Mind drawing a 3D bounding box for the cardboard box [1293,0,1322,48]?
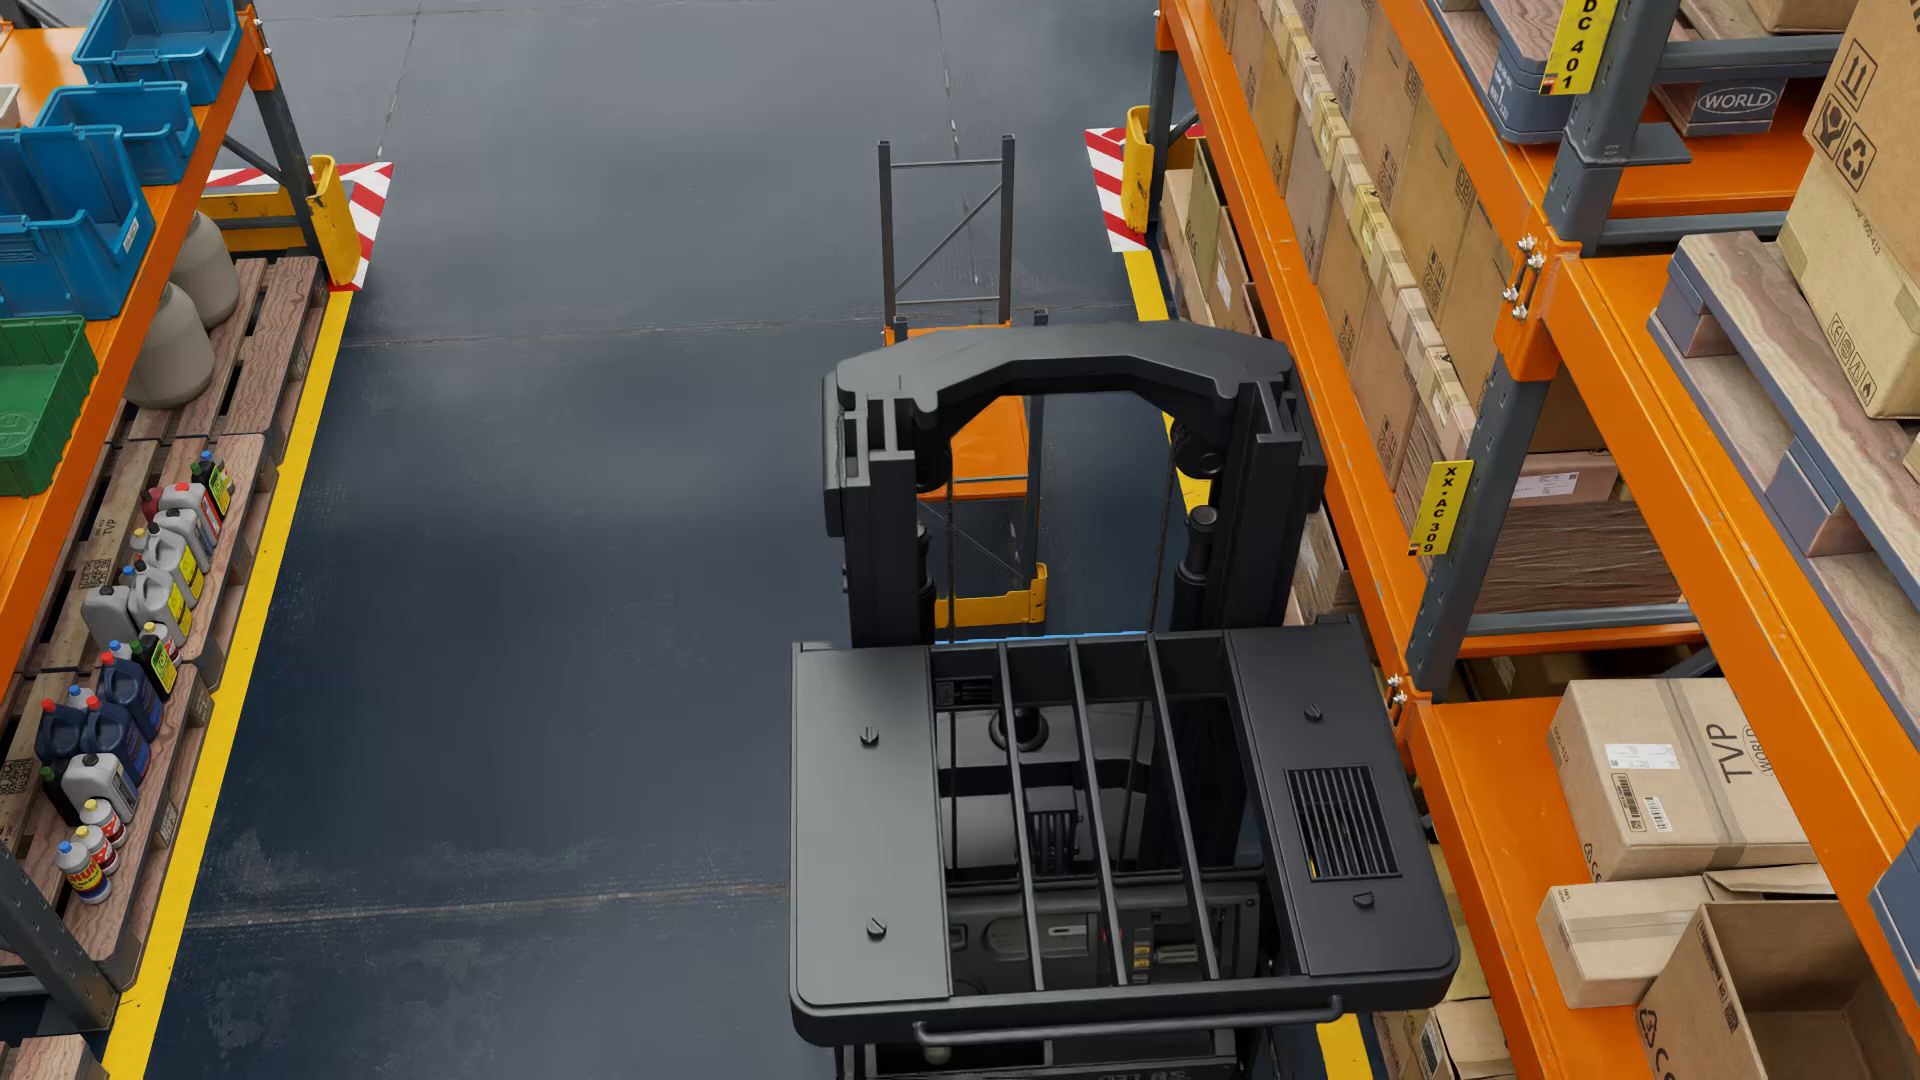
[{"bbox_3d":[1.525,-2.038,5.652,0.700,0.500,0.500,-3,47,-3],"label":"cardboard box"}]

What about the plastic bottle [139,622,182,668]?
[{"bbox_3d":[-2.870,0.372,5.956,0.097,0.201,0.097,0,47,0],"label":"plastic bottle"}]

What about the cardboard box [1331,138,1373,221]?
[{"bbox_3d":[1.396,-1.145,5.253,0.380,0.149,0.250,-2,47,-2],"label":"cardboard box"}]

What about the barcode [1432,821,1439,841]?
[{"bbox_3d":[1.343,0.803,4.681,0.001,0.075,0.075,-3,47,-3],"label":"barcode"}]

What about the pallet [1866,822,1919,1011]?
[{"bbox_3d":[1.829,0.848,1.945,1.003,0.211,1.213,-2,47,-1],"label":"pallet"}]

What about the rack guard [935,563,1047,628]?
[{"bbox_3d":[0.035,0.219,6.370,0.587,0.250,0.087,-3,47,-3],"label":"rack guard"}]

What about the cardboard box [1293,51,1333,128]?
[{"bbox_3d":[1.348,-1.528,5.615,0.380,0.149,0.250,-3,47,-3],"label":"cardboard box"}]

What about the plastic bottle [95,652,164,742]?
[{"bbox_3d":[-2.869,0.527,5.707,0.144,0.351,0.185,-5,47,-5],"label":"plastic bottle"}]

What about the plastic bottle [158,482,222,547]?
[{"bbox_3d":[-2.950,-0.110,6.361,0.152,0.276,0.135,-3,47,-3],"label":"plastic bottle"}]

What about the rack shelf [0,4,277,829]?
[{"bbox_3d":[-3.367,-0.687,5.830,1.077,0.370,4.000,-3,47,-3],"label":"rack shelf"}]

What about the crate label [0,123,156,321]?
[{"bbox_3d":[-3.111,-1.078,5.681,0.502,0.435,0.616,-3,47,-3],"label":"crate label"}]

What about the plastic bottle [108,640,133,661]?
[{"bbox_3d":[-2.919,0.450,5.834,0.097,0.271,0.097,0,47,0],"label":"plastic bottle"}]

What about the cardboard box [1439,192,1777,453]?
[{"bbox_3d":[1.694,-0.587,4.277,0.700,0.500,0.500,-3,47,-3],"label":"cardboard box"}]

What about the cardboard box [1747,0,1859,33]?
[{"bbox_3d":[1.958,-1.424,3.512,0.500,0.500,0.500,0,47,0],"label":"cardboard box"}]

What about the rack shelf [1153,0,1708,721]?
[{"bbox_3d":[1.570,-0.985,6.112,1.077,0.370,4.000,-3,47,-3],"label":"rack shelf"}]

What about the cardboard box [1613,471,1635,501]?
[{"bbox_3d":[1.907,-0.249,4.404,0.380,0.149,0.250,-4,47,-3],"label":"cardboard box"}]

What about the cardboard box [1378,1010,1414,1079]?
[{"bbox_3d":[1.524,1.323,5.036,0.500,0.250,0.500,-5,47,-4],"label":"cardboard box"}]

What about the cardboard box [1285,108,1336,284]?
[{"bbox_3d":[1.561,-1.255,5.804,0.700,0.500,0.500,-2,47,-2],"label":"cardboard box"}]

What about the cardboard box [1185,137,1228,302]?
[{"bbox_3d":[1.269,-1.373,7.073,0.500,0.500,0.500,-3,47,-3],"label":"cardboard box"}]

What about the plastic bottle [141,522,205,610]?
[{"bbox_3d":[-2.920,0.085,6.125,0.144,0.351,0.185,-2,47,-2],"label":"plastic bottle"}]

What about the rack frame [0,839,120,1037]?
[{"bbox_3d":[-3.199,0.513,4.198,1.000,3.000,0.127,-3,47,-3],"label":"rack frame"}]

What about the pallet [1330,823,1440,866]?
[{"bbox_3d":[1.712,0.595,6.041,1.003,0.211,1.213,-3,47,-3],"label":"pallet"}]

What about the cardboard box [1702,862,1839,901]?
[{"bbox_3d":[1.994,0.886,3.938,0.396,0.266,0.258,-5,47,-4],"label":"cardboard box"}]

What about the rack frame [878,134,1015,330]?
[{"bbox_3d":[-0.050,-0.945,6.612,0.500,1.500,0.032,-3,47,-3],"label":"rack frame"}]

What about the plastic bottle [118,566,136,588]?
[{"bbox_3d":[-3.037,0.175,6.143,0.097,0.201,0.097,0,47,0],"label":"plastic bottle"}]

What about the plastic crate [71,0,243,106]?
[{"bbox_3d":[-3.194,-1.986,6.667,0.499,0.251,0.616,-3,47,-3],"label":"plastic crate"}]

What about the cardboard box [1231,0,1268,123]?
[{"bbox_3d":[1.477,-1.996,6.505,0.700,0.500,0.500,-2,47,-2],"label":"cardboard box"}]

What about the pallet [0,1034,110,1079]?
[{"bbox_3d":[-3.095,2.038,4.675,1.003,0.211,1.213,-3,47,-3],"label":"pallet"}]

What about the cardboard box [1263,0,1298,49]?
[{"bbox_3d":[1.308,-1.893,5.961,0.380,0.149,0.250,-5,47,-5],"label":"cardboard box"}]

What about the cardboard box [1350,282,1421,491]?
[{"bbox_3d":[1.643,-0.522,5.109,0.700,0.500,0.500,-4,47,-4],"label":"cardboard box"}]

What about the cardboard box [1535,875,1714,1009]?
[{"bbox_3d":[1.607,0.954,3.953,0.380,0.149,0.250,-3,47,-3],"label":"cardboard box"}]

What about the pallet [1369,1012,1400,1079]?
[{"bbox_3d":[1.838,1.704,4.991,1.003,0.211,1.213,-3,47,-3],"label":"pallet"}]

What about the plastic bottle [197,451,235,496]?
[{"bbox_3d":[-2.944,-0.268,6.562,0.097,0.201,0.097,0,47,0],"label":"plastic bottle"}]

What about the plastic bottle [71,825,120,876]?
[{"bbox_3d":[-2.798,0.993,5.368,0.097,0.201,0.097,0,47,0],"label":"plastic bottle"}]

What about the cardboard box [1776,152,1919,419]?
[{"bbox_3d":[1.779,-0.463,2.871,0.500,0.250,0.500,1,47,1],"label":"cardboard box"}]

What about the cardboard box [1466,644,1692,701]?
[{"bbox_3d":[2.010,0.403,5.390,0.500,0.500,0.500,-3,47,-3],"label":"cardboard box"}]

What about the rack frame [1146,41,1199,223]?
[{"bbox_3d":[1.402,-2.679,7.222,1.000,3.000,0.127,-3,47,-3],"label":"rack frame"}]

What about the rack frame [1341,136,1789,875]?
[{"bbox_3d":[1.737,0.215,4.481,1.000,3.000,0.127,-3,47,-3],"label":"rack frame"}]

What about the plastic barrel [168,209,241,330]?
[{"bbox_3d":[-3.403,-1.199,7.243,0.421,0.512,0.421,0,47,0],"label":"plastic barrel"}]

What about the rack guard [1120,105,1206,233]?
[{"bbox_3d":[1.400,-1.837,8.146,1.175,0.500,0.348,-3,47,-3],"label":"rack guard"}]

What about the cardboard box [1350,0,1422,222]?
[{"bbox_3d":[1.609,-1.314,4.967,0.700,0.500,0.500,-4,47,-3],"label":"cardboard box"}]

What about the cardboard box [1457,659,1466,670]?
[{"bbox_3d":[1.963,0.300,6.005,0.500,0.250,0.500,-3,47,-3],"label":"cardboard box"}]

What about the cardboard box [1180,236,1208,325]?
[{"bbox_3d":[1.271,-1.115,7.345,0.500,0.250,0.500,-3,47,-3],"label":"cardboard box"}]

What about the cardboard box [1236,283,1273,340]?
[{"bbox_3d":[1.348,-0.649,6.387,0.500,0.500,0.500,-3,47,-3],"label":"cardboard box"}]

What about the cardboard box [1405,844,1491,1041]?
[{"bbox_3d":[1.523,1.137,4.826,0.500,0.311,0.500,-3,47,-3],"label":"cardboard box"}]

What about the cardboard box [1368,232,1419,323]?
[{"bbox_3d":[1.435,-0.785,4.912,0.380,0.149,0.250,-4,47,-3],"label":"cardboard box"}]

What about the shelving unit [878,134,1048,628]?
[{"bbox_3d":[-0.006,-0.571,6.258,0.587,1.500,1.083,-3,47,-3],"label":"shelving unit"}]

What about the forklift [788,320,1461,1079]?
[{"bbox_3d":[0.242,1.094,3.695,1.130,2.935,3.031,-3,47,-3],"label":"forklift"}]

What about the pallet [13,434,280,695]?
[{"bbox_3d":[-3.319,0.099,6.511,1.003,0.211,1.213,-3,47,-3],"label":"pallet"}]

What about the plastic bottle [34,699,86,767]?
[{"bbox_3d":[-2.997,0.672,5.569,0.144,0.351,0.185,-3,47,-3],"label":"plastic bottle"}]

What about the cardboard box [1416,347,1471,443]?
[{"bbox_3d":[1.482,-0.406,4.553,0.380,0.149,0.250,-4,47,-4],"label":"cardboard box"}]

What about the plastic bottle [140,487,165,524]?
[{"bbox_3d":[-3.056,-0.105,6.352,0.061,0.283,0.133,-3,47,-3],"label":"plastic bottle"}]

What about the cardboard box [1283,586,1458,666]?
[{"bbox_3d":[1.448,0.331,5.975,0.500,0.250,0.500,-3,47,-3],"label":"cardboard box"}]

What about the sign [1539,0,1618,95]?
[{"bbox_3d":[1.184,-0.987,3.142,0.100,0.325,0.005,-3,47,-3],"label":"sign"}]

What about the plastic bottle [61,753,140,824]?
[{"bbox_3d":[-2.844,0.809,5.491,0.152,0.276,0.135,-2,47,-2],"label":"plastic bottle"}]
